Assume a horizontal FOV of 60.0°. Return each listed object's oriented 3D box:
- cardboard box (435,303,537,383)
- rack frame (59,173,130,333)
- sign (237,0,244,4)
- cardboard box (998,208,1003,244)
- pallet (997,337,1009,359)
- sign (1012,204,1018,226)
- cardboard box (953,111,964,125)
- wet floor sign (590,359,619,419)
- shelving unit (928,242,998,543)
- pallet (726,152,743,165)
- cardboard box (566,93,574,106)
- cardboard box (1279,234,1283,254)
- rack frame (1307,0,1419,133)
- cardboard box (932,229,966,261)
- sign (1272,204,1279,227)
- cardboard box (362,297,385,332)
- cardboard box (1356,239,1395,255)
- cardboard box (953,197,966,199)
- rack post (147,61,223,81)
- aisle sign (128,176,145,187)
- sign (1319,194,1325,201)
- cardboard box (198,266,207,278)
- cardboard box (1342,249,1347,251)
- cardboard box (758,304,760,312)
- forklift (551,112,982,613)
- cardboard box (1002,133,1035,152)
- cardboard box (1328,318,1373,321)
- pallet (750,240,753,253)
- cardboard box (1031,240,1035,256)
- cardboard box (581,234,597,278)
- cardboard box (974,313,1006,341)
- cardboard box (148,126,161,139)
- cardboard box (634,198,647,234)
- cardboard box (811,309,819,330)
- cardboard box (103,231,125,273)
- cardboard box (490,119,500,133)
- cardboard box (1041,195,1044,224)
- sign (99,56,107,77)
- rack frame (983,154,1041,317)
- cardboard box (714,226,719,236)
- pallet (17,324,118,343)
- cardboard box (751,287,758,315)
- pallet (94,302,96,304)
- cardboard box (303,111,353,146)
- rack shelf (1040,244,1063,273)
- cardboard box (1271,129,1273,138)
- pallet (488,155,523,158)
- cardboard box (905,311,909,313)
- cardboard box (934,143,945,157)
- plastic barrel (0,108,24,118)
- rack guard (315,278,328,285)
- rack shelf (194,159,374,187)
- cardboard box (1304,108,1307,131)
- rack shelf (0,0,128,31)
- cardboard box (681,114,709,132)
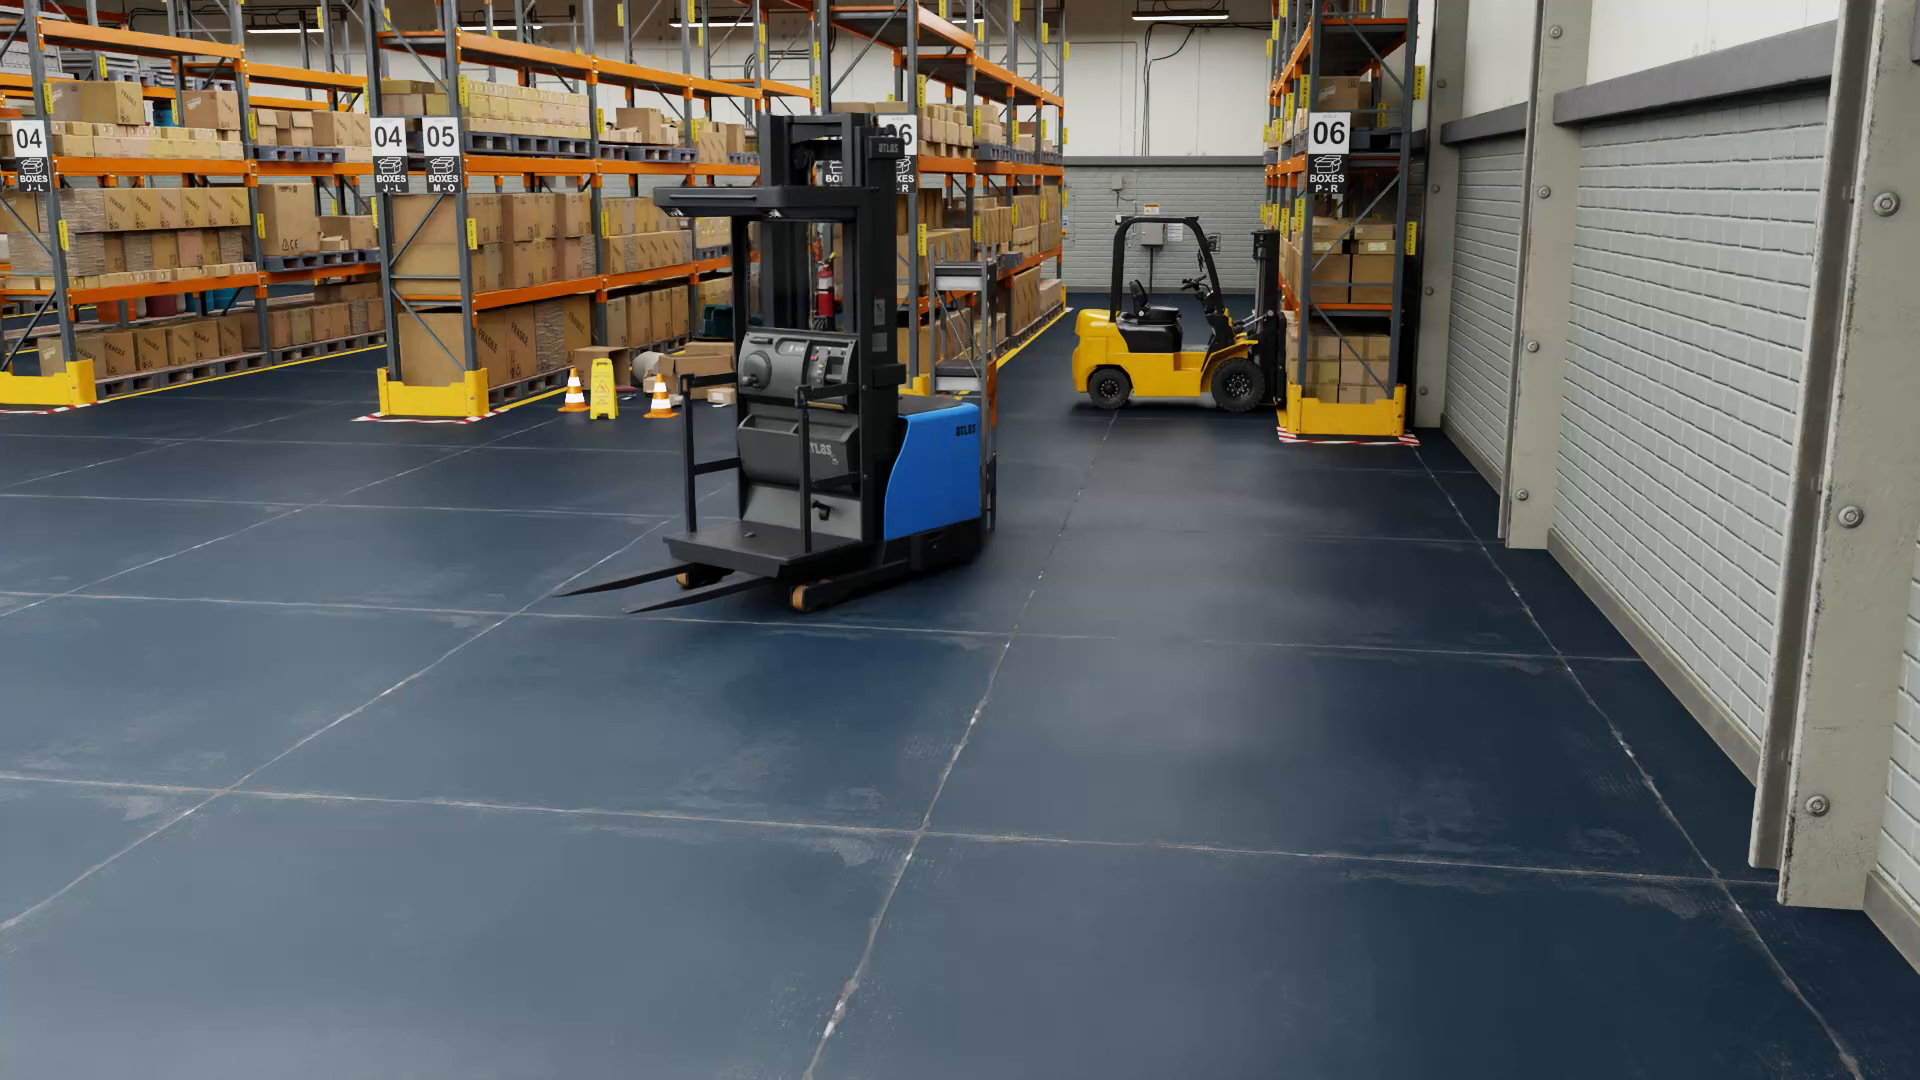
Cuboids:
[{"bbox_3d":[-5.674,-2.373,19.932,0.875,0.875,0.875,2,12,8],"label":"cardboard box"},{"bbox_3d":[-14.395,-4.888,27.553,1.000,3.000,0.127,2,12,9],"label":"rack frame"},{"bbox_3d":[-9.583,-7.301,22.106,0.100,0.325,0.005,2,12,9],"label":"sign"},{"bbox_3d":[0.351,-4.489,23.763,0.500,0.500,0.500,1,12,5],"label":"cardboard box"},{"bbox_3d":[0.169,-2.880,24.857,1.003,0.211,1.213,2,12,9],"label":"pallet"},{"bbox_3d":[0.829,-4.918,25.132,0.100,0.325,0.005,2,12,9],"label":"sign"},{"bbox_3d":[-0.160,-5.068,19.971,0.380,0.149,0.250,2,12,10],"label":"cardboard box"},{"bbox_3d":[-3.894,-1.659,18.160,0.267,0.644,0.232,0,12,-1],"label":"wet floor sign"},{"bbox_3d":[0.025,-1.061,11.932,0.431,2.100,0.503,2,12,9],"label":"shelving unit"},{"bbox_3d":[-4.357,-6.412,27.950,1.213,0.211,1.003,2,12,9],"label":"pallet"},{"bbox_3d":[-5.050,-5.509,20.785,0.380,0.149,0.250,2,12,9],"label":"cardboard box"},{"bbox_3d":[4.710,-4.120,23.161,0.500,0.250,0.500,2,12,7],"label":"cardboard box"},{"bbox_3d":[3.966,-5.513,16.216,1.000,3.000,0.127,2,12,9],"label":"rack frame"},{"bbox_3d":[-0.219,-3.560,20.448,0.500,0.500,0.500,2,12,11],"label":"cardboard box"},{"bbox_3d":[4.658,-4.789,24.534,0.100,0.325,0.005,2,12,9],"label":"sign"},{"bbox_3d":[-9.584,-3.580,26.375,0.700,0.500,0.500,1,12,6],"label":"cardboard box"},{"bbox_3d":[4.274,-3.009,17.058,0.380,0.149,0.250,2,12,7],"label":"cardboard box"},{"bbox_3d":[0.112,-5.060,25.741,0.500,0.500,0.500,2,12,7],"label":"cardboard box"},{"bbox_3d":[-13.940,-8.442,29.984,0.937,0.300,0.954,2,12,8],"label":"rack post"},{"bbox_3d":[-17.745,-7.989,35.775,0.394,0.787,0.004,2,12,9],"label":"aisle sign"},{"bbox_3d":[6.972,-6.610,32.045,0.100,0.325,0.005,2,12,9],"label":"sign"},{"bbox_3d":[-10.102,-3.512,21.767,0.380,0.149,0.250,2,12,9],"label":"cardboard box"},{"bbox_3d":[4.448,-2.938,18.268,0.500,0.500,0.500,2,12,8],"label":"cardboard box"},{"bbox_3d":[-3.627,-4.255,30.388,0.380,0.149,0.250,1,12,6],"label":"cardboard box"},{"bbox_3d":[-1.150,-1.115,10.209,1.130,2.935,3.031,9,15,37],"label":"forklift"},{"bbox_3d":[0.978,-6.677,27.948,0.500,0.311,0.500,2,12,9],"label":"cardboard box"},{"bbox_3d":[4.542,-2.444,19.369,0.500,0.250,0.500,2,12,9],"label":"cardboard box"},{"bbox_3d":[-4.262,-5.130,29.132,1.003,0.211,1.213,2,12,9],"label":"pallet"},{"bbox_3d":[1.007,-4.958,28.235,0.500,0.250,0.500,2,12,8],"label":"cardboard box"},{"bbox_3d":[-5.276,-3.709,21.727,0.875,0.550,0.550,2,12,9],"label":"cardboard box"},{"bbox_3d":[0.194,-3.210,25.007,0.950,0.372,0.625,1,12,5],"label":"cardboard box"},{"bbox_3d":[-10.207,-5.078,20.724,0.380,0.149,0.250,1,12,7],"label":"cardboard box"},{"bbox_3d":[-4.926,-4.671,23.939,0.700,0.500,0.500,2,12,8],"label":"cardboard box"},{"bbox_3d":[-2.088,-2.773,21.877,0.500,0.500,0.500,2,12,9],"label":"cardboard box"},{"bbox_3d":[-10.661,-3.478,20.067,0.875,0.500,0.500,2,12,9],"label":"cardboard box"},{"bbox_3d":[-5.399,-4.644,18.664,0.380,0.149,0.250,2,12,9],"label":"cardboard box"},{"bbox_3d":[1.219,-5.868,29.490,0.500,0.500,0.500,2,12,9],"label":"cardboard box"},{"bbox_3d":[-13.851,-7.646,26.879,0.100,0.325,0.005,2,12,9],"label":"sign"},{"bbox_3d":[0.906,-5.239,29.182,1.000,3.000,0.127,2,12,9],"label":"rack frame"},{"bbox_3d":[-4.188,-5.084,27.357,0.380,0.149,0.250,2,12,9],"label":"cardboard box"},{"bbox_3d":[-14.553,-3.365,27.104,1.003,0.211,1.213,2,12,9],"label":"pallet"},{"bbox_3d":[-3.865,-4.199,29.295,0.500,0.500,0.500,2,12,8],"label":"cardboard box"},{"bbox_3d":[-18.192,-5.169,35.479,1.003,0.211,1.213,2,12,9],"label":"pallet"},{"bbox_3d":[-9.487,-6.170,24.958,0.500,0.500,0.500,2,12,10],"label":"cardboard box"},{"bbox_3d":[1.214,-5.303,31.190,1.077,0.370,4.000,2,12,9],"label":"rack shelf"},{"bbox_3d":[5.267,-6.610,27.081,0.380,0.149,0.250,2,12,8],"label":"cardboard box"},{"bbox_3d":[-8.750,-7.153,31.154,1.003,0.211,1.213,2,12,9],"label":"pallet"},{"bbox_3d":[-0.838,-2.873,20.415,0.380,0.149,0.250,2,12,11],"label":"cardboard box"},{"bbox_3d":[-0.373,-4.412,18.822,0.380,0.149,0.250,2,12,9],"label":"cardboard box"},{"bbox_3d":[-14.837,-6.264,25.799,0.600,0.830,0.708,2,12,9],"label":"plastic barrel"},{"bbox_3d":[-13.174,-5.336,35.569,1.175,0.500,0.348,2,12,9],"label":"rack guard"},{"bbox_3d":[-9.809,-5.426,24.636,1.077,0.370,4.000,2,12,9],"label":"rack shelf"},{"bbox_3d":[3.832,-4.471,17.583,0.396,0.266,0.258,2,12,9],"label":"cardboard box"},{"bbox_3d":[-18.366,-10.504,33.190,1.077,0.370,4.000,2,12,9],"label":"rack shelf"},{"bbox_3d":[-4.202,-6.617,26.405,0.396,0.266,0.258,2,12,9],"label":"cardboard box"}]
